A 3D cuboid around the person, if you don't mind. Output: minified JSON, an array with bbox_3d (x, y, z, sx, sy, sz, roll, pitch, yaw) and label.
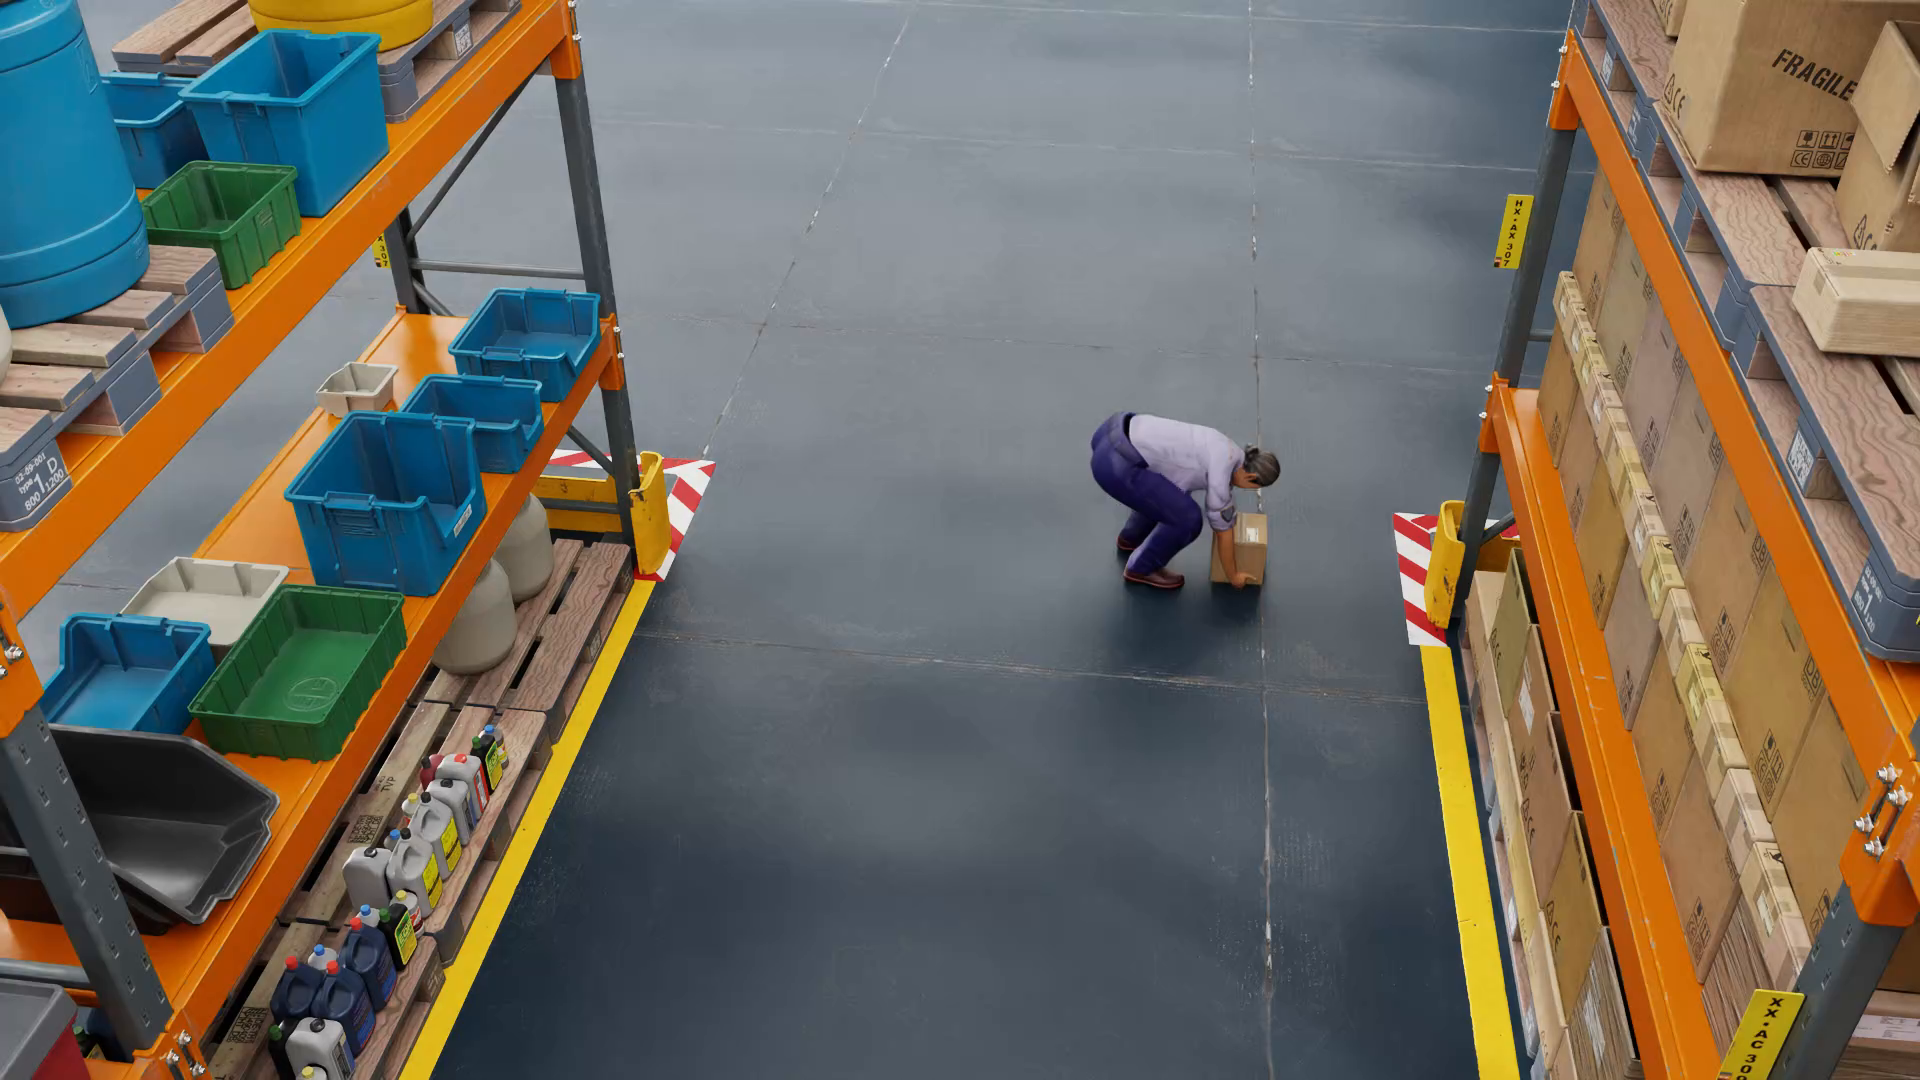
[{"bbox_3d":[1.068,-0.206,8.014,0.899,0.841,0.513,3,36,4],"label":"person"}]
